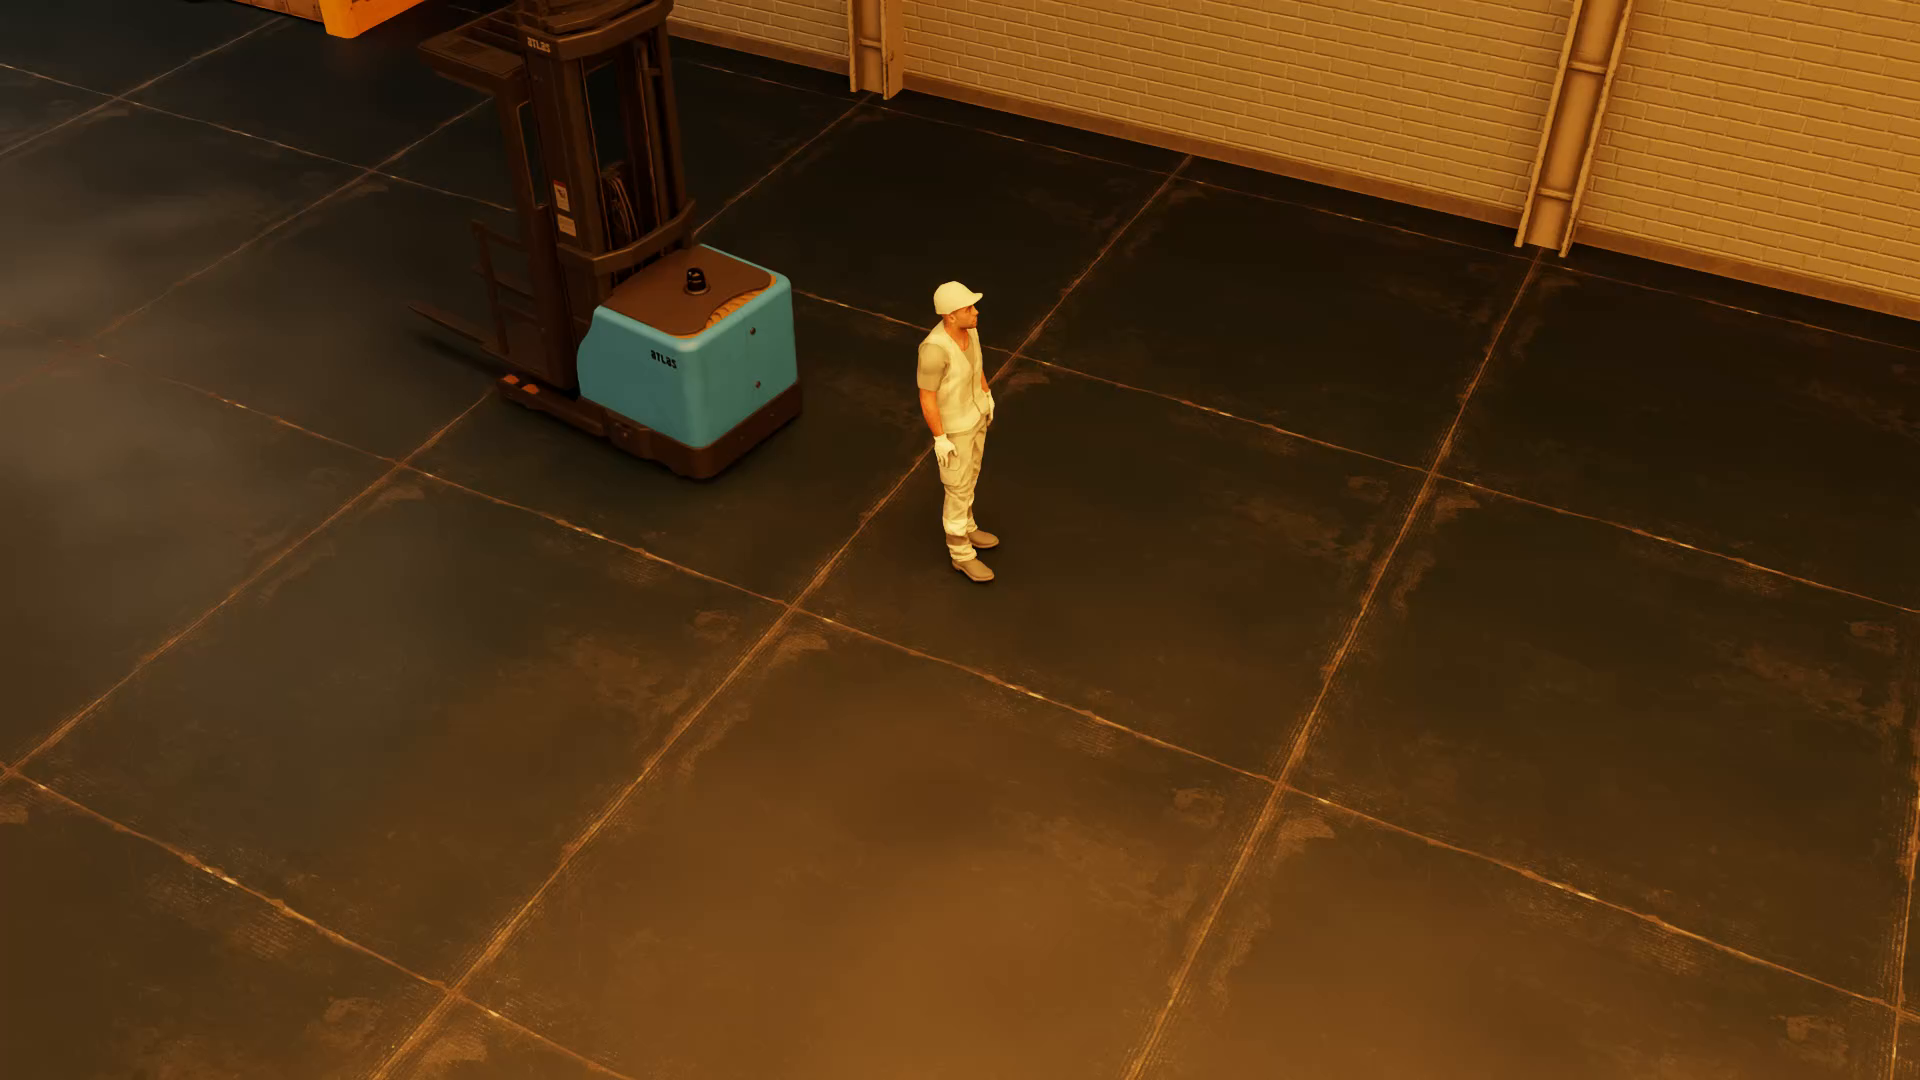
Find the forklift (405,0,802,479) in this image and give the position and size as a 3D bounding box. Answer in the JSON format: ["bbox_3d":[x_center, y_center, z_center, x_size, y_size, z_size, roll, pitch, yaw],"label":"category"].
[{"bbox_3d":[-2.560,-2.266,10.677,3.031,2.935,1.130,24,46,26],"label":"forklift"}]

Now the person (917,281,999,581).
[{"bbox_3d":[0.067,-0.660,9.645,0.562,1.789,0.638,18,43,21],"label":"person"}]
